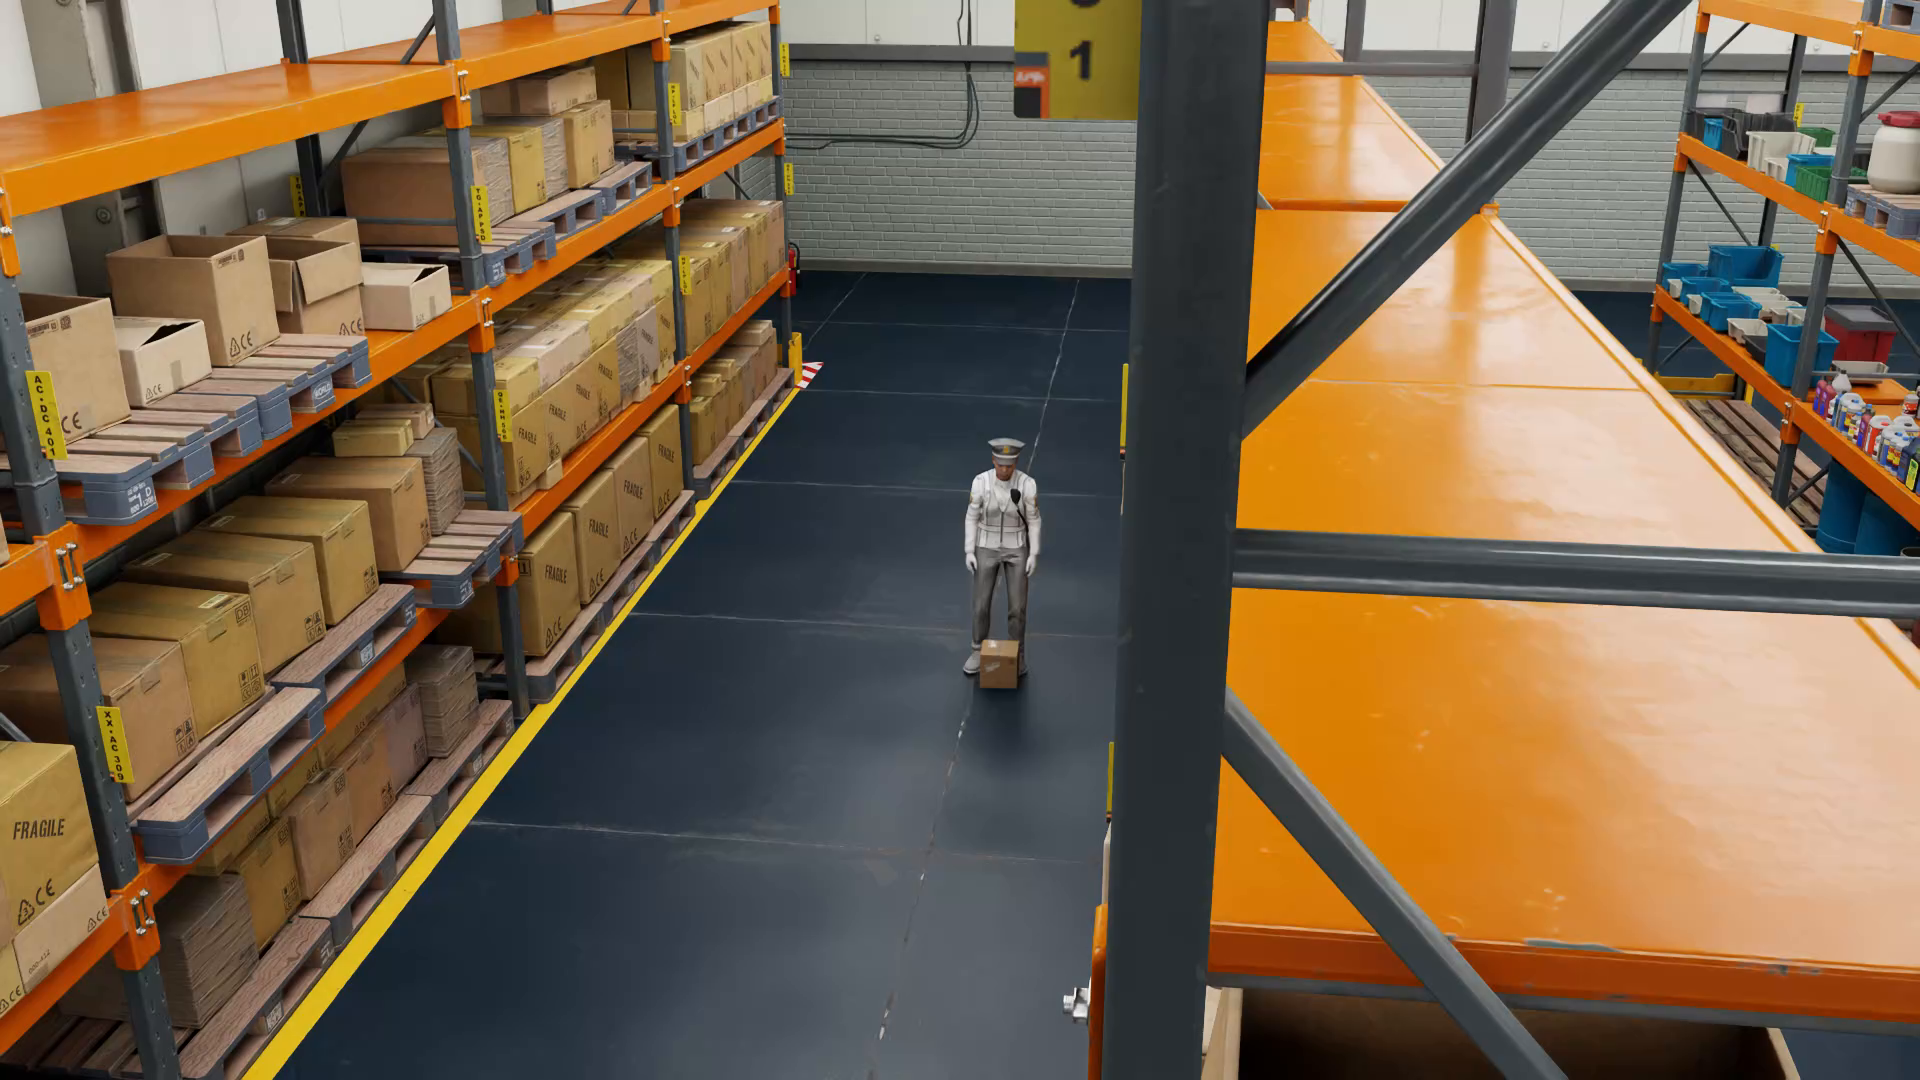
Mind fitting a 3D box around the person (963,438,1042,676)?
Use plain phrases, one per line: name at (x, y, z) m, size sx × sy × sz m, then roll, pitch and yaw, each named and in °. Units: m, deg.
person at (0.288, 0.097, 11.227) m, size 0.517 × 1.663 × 0.367 m, roll 2°, pitch 21°, yaw 4°
